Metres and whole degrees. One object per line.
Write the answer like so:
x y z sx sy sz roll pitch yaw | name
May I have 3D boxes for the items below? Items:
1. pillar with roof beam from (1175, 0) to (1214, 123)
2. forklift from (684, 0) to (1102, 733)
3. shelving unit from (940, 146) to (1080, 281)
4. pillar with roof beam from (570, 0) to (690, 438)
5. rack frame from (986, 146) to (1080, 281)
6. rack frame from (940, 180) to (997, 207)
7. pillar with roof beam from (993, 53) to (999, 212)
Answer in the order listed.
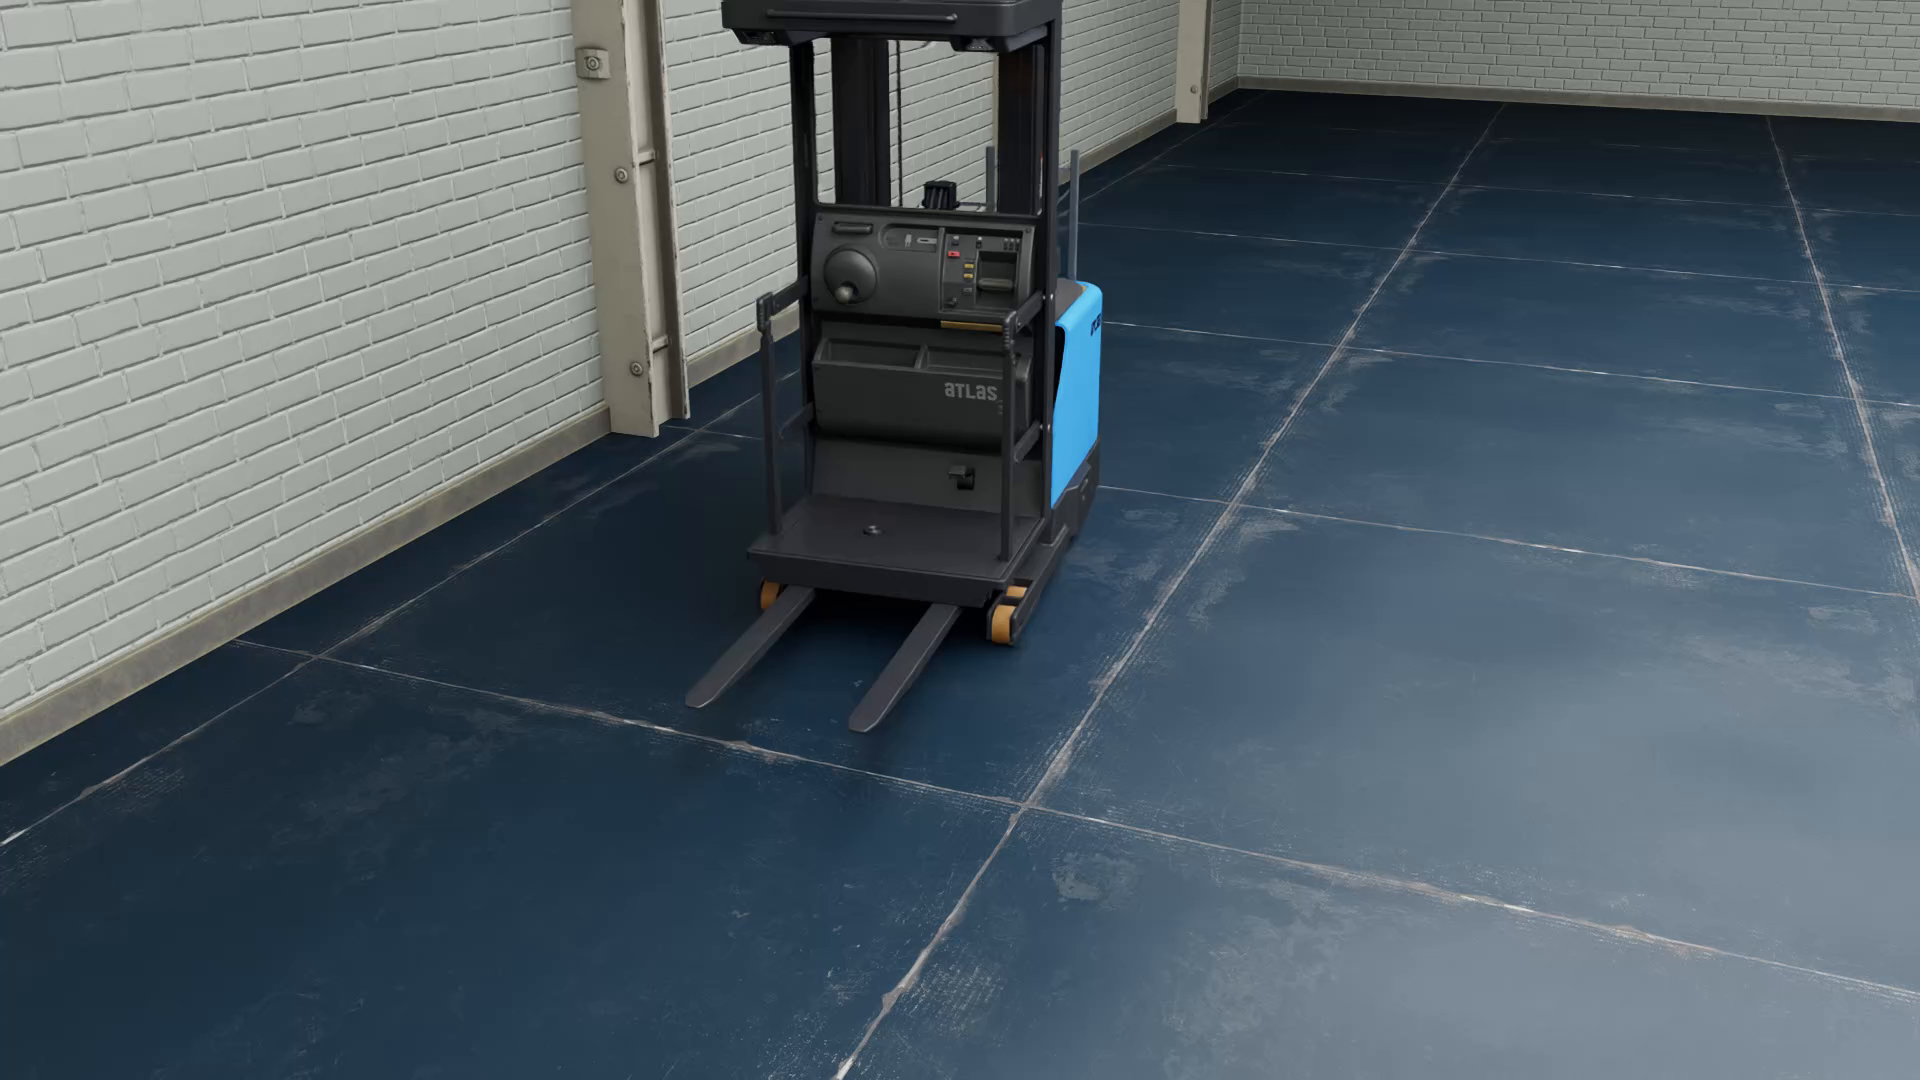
6.713 -8.483 16.383 9.100 9.000 0.400 9 24 20 | pillar with roof beam
-0.215 -1.094 6.567 1.130 2.935 3.031 6 24 15 | forklift
0.267 -1.205 8.689 0.538 1.500 1.048 5 23 13 | shelving unit
2.255 -4.189 6.103 9.100 9.000 0.400 9 24 20 | pillar with roof beam
0.389 -1.395 9.144 0.500 1.500 0.032 5 23 13 | rack frame
0.145 -1.015 8.233 0.500 1.500 0.032 5 23 13 | rack frame
4.484 -6.336 11.243 9.100 9.000 0.400 9 24 20 | pillar with roof beam
